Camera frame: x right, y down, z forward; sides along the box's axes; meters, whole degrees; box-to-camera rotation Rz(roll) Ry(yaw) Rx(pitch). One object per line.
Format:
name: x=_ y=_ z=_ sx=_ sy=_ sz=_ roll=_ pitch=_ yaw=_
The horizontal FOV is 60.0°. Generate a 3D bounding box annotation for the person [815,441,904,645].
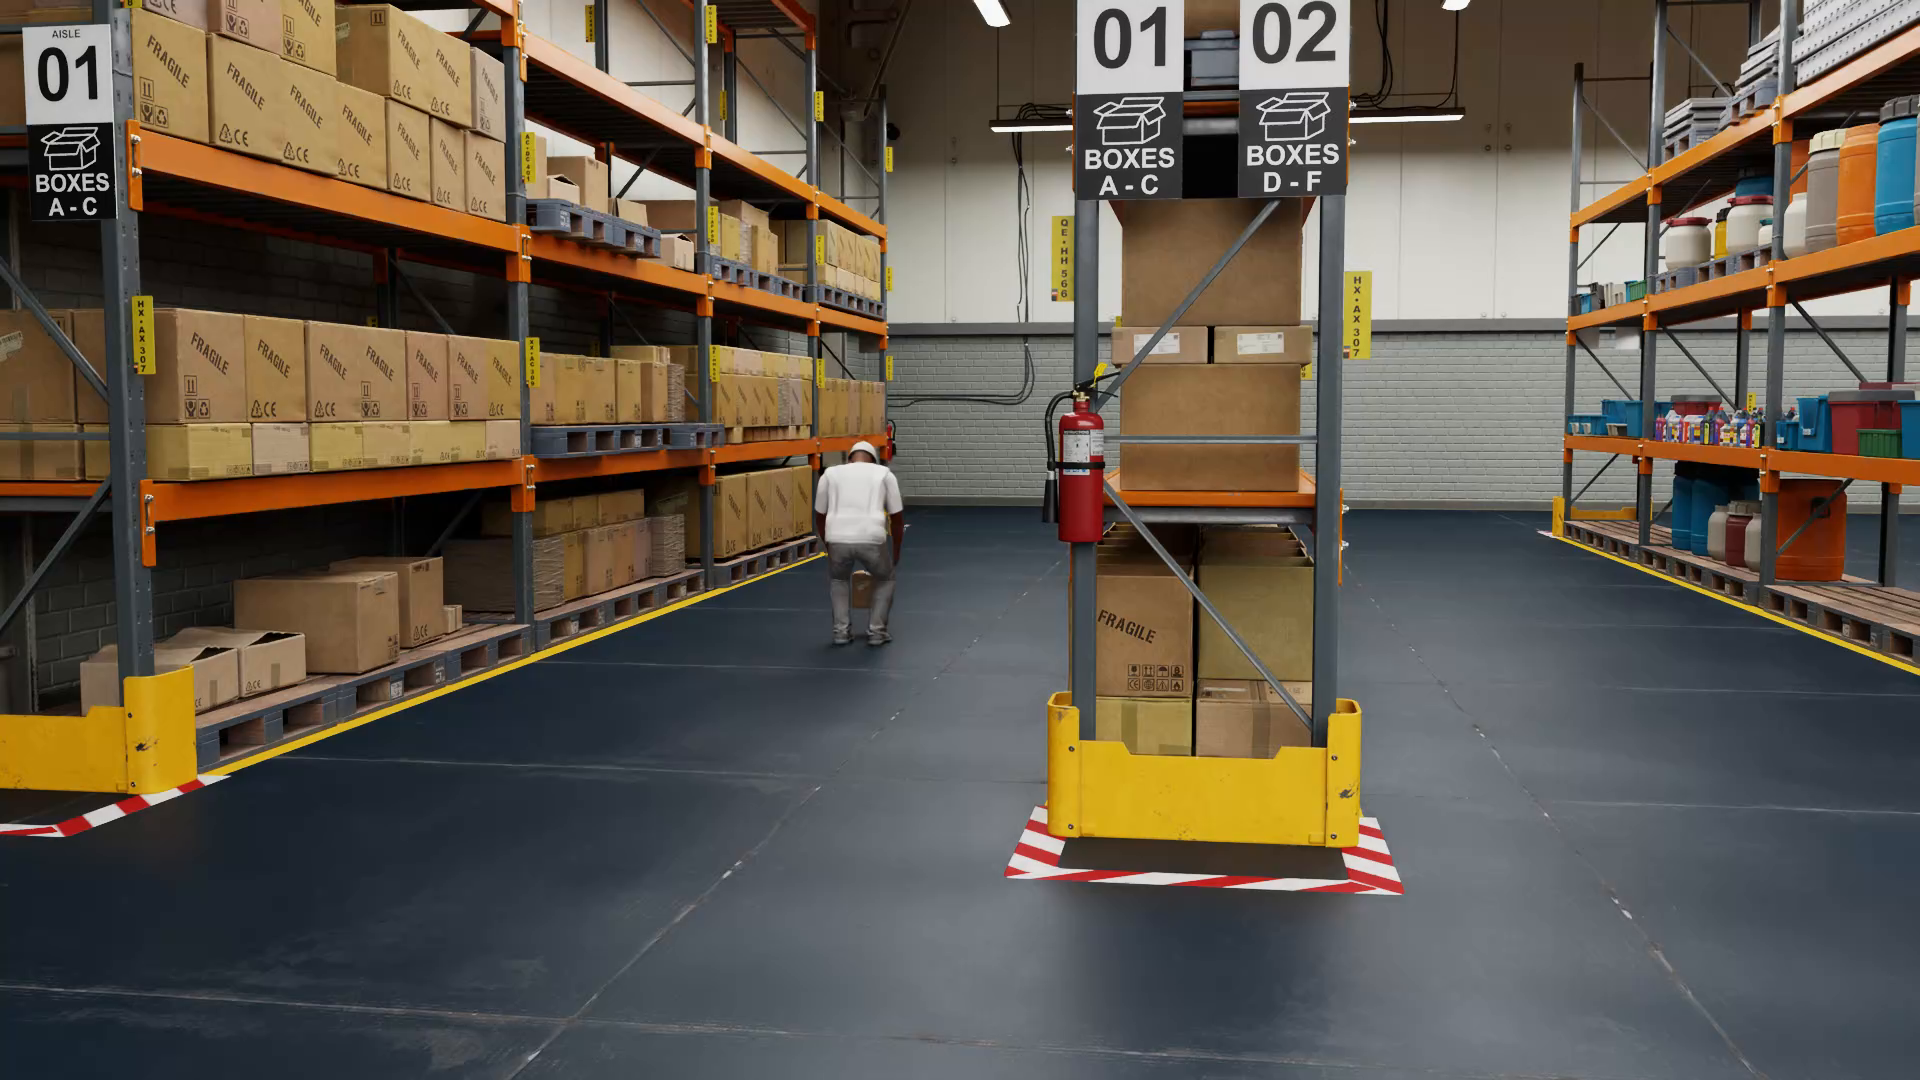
person: x=-0.727 y=0.013 z=11.665 sx=0.632 sy=1.405 sz=0.762 roll=1 pitch=4 yaw=9
